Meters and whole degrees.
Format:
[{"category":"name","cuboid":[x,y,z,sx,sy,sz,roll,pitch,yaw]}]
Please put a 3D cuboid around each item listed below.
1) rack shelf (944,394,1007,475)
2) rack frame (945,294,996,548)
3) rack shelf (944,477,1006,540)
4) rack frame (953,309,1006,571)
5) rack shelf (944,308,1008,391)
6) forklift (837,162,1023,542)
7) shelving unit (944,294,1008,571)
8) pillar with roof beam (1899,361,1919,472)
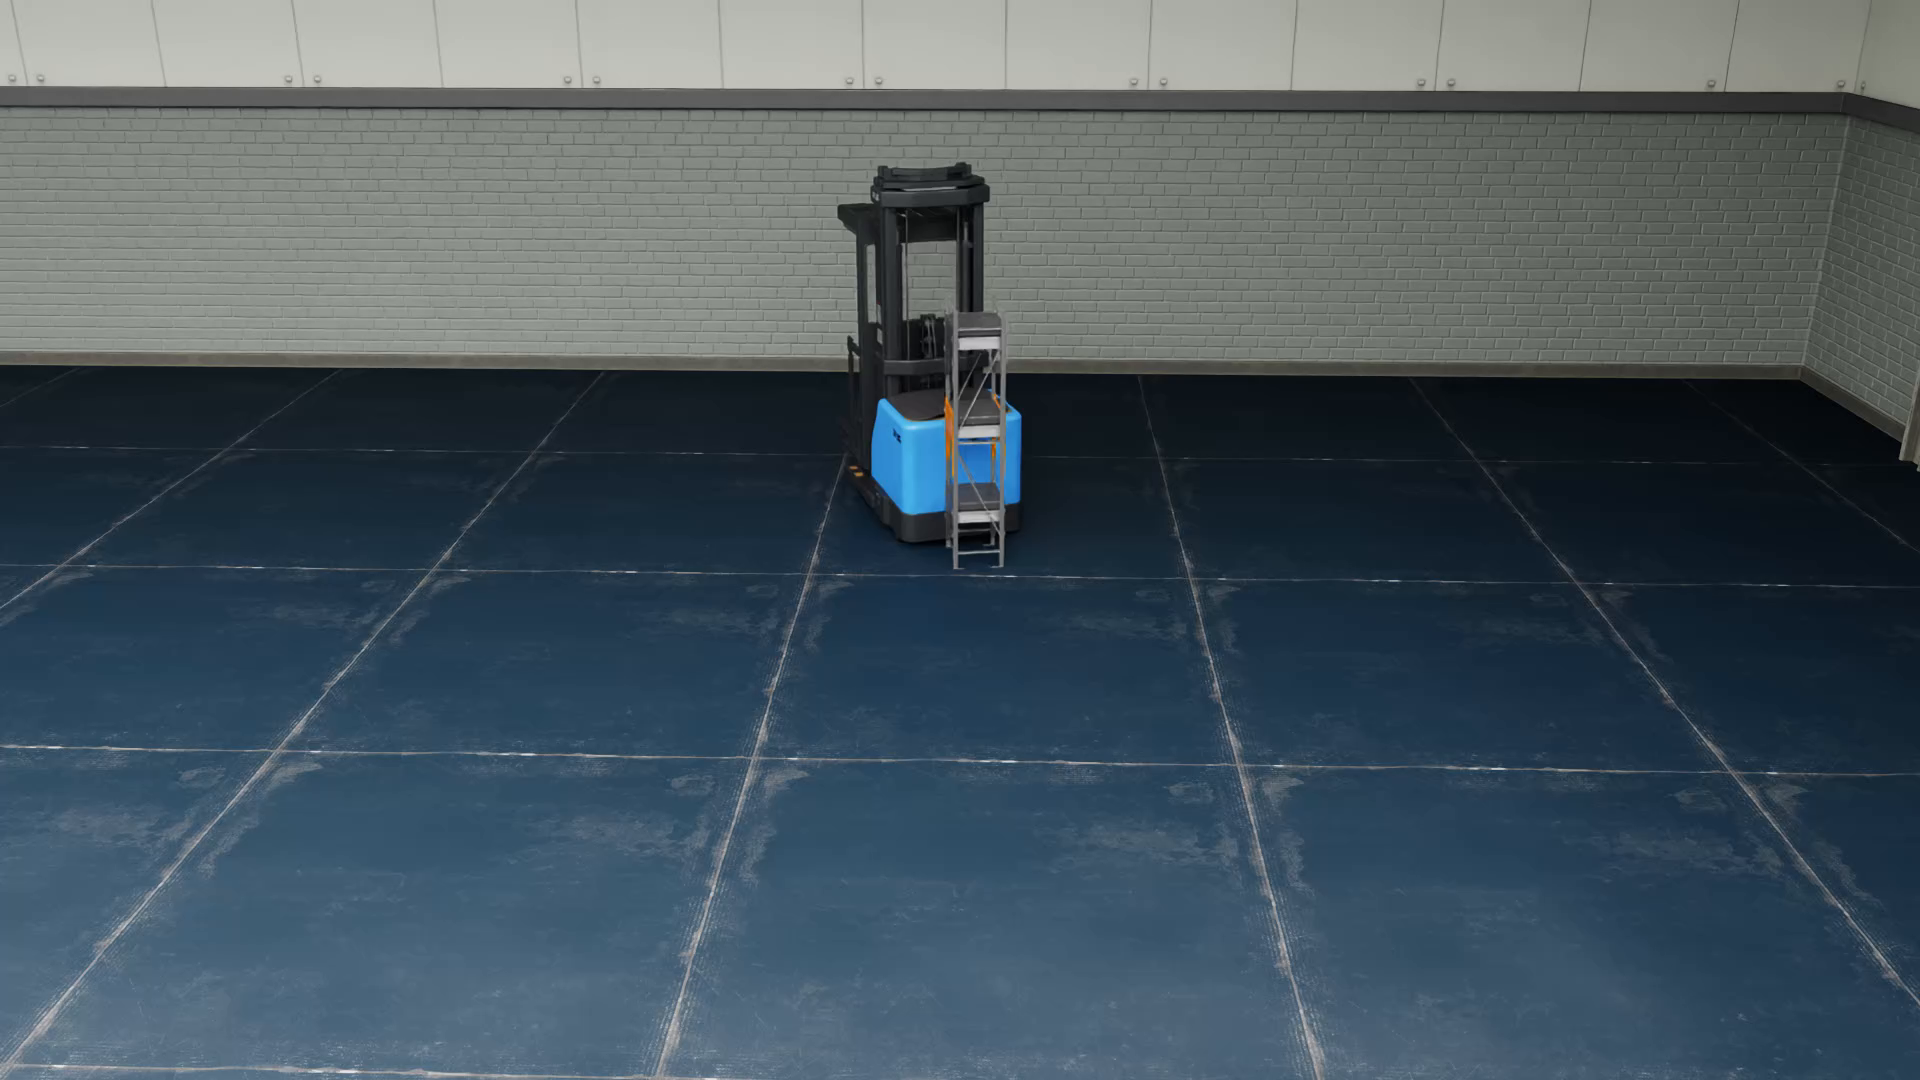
[{"category":"rack shelf","cuboid":[0.116,-0.823,13.079,0.431,0.518,0.480,-3,21,-7]},{"category":"rack frame","cuboid":[0.085,-0.923,13.299,0.400,2.100,0.015,-3,21,-7]},{"category":"rack shelf","cuboid":[0.116,-0.171,13.332,0.431,0.518,0.480,-3,21,-7]},{"category":"rack frame","cuboid":[0.147,-0.748,12.848,0.400,2.100,0.015,-3,21,-7]},{"category":"rack shelf","cuboid":[0.116,-1.476,12.826,0.431,0.518,0.480,-3,21,-7]},{"category":"forklift","cuboid":[-0.415,-1.849,14.536,1.130,2.935,3.031,-7,22,-17]},{"category":"shelving unit","cuboid":[0.116,-0.836,13.074,0.431,2.100,0.503,-3,21,-7]},{"category":"pillar with roof beam","cuboid":[4.773,-4.945,14.127,9.100,9.000,0.400,1,21,2]}]
